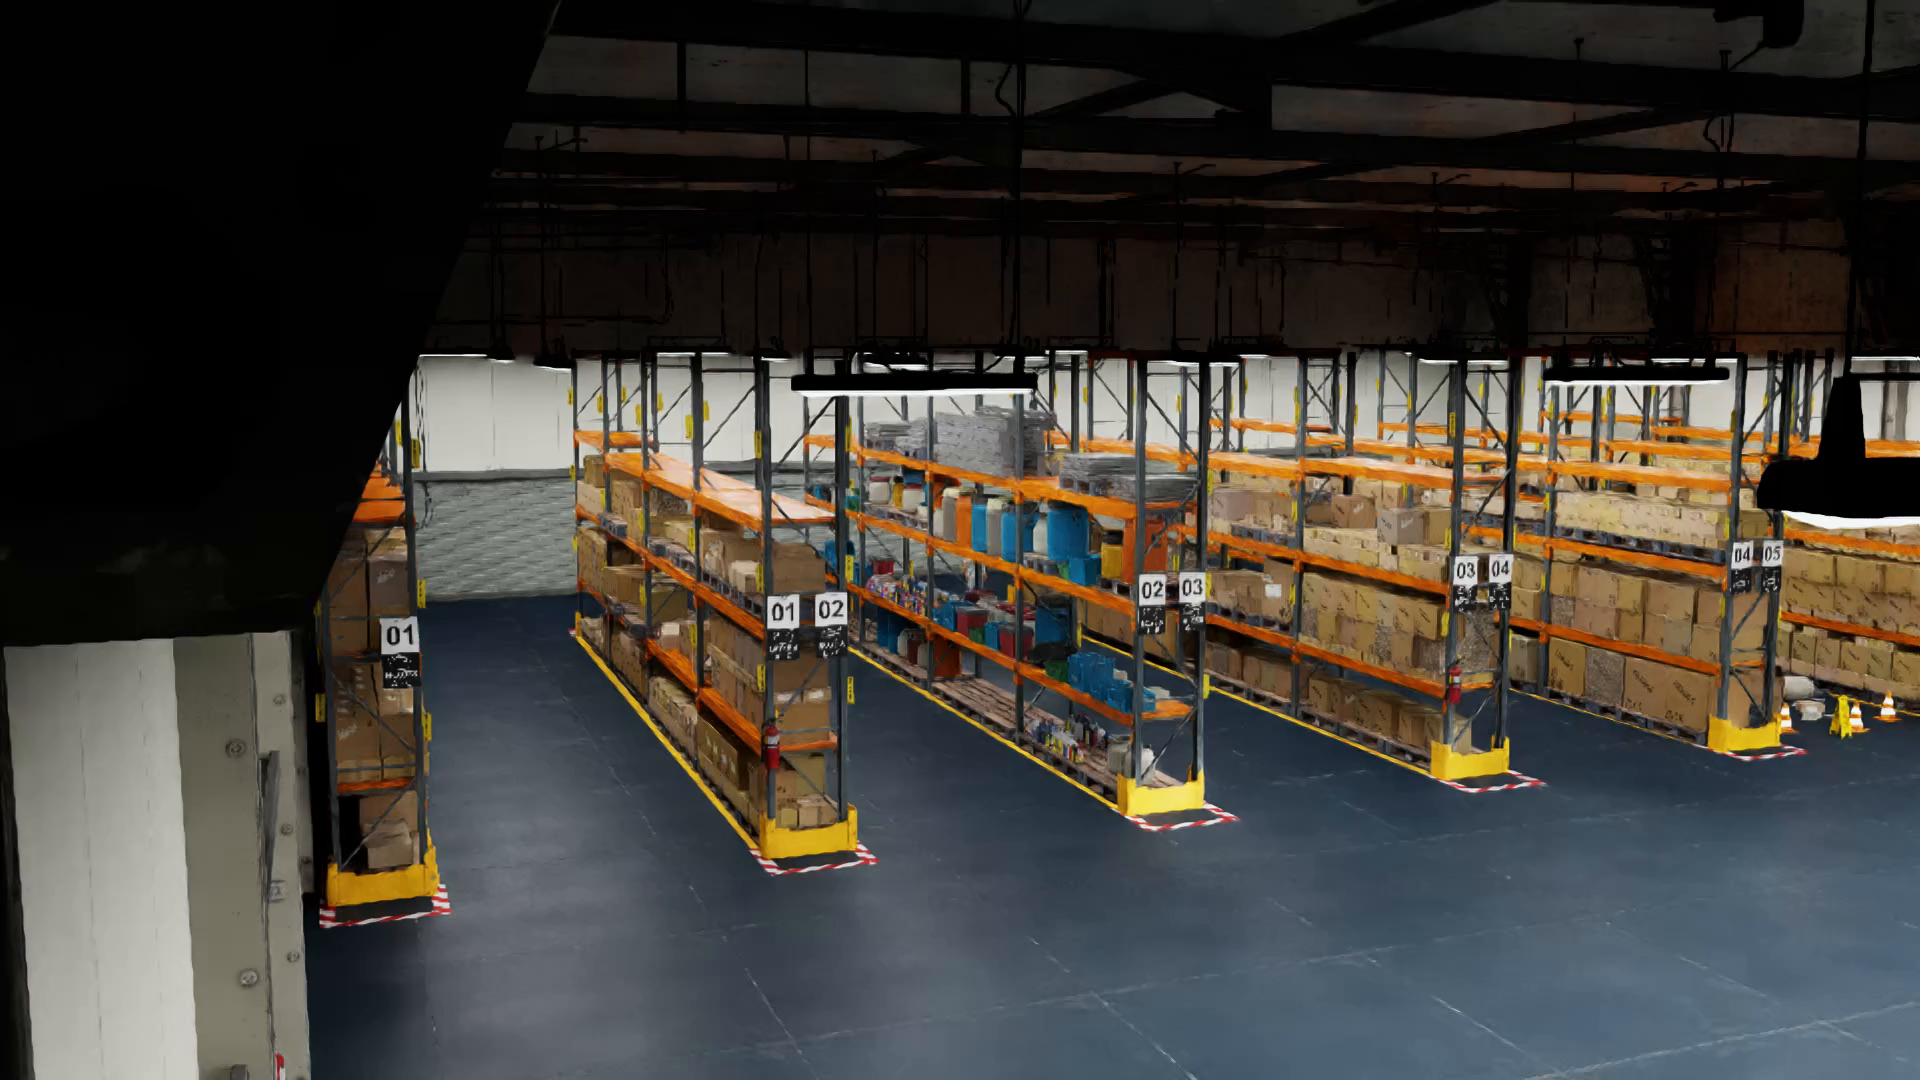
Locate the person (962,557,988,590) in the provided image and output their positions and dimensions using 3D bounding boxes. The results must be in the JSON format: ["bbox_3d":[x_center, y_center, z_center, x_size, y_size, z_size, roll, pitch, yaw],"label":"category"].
[{"bbox_3d":[0.362,0.820,38.004,0.625,1.611,0.582,-3,8,-22],"label":"person"}]
